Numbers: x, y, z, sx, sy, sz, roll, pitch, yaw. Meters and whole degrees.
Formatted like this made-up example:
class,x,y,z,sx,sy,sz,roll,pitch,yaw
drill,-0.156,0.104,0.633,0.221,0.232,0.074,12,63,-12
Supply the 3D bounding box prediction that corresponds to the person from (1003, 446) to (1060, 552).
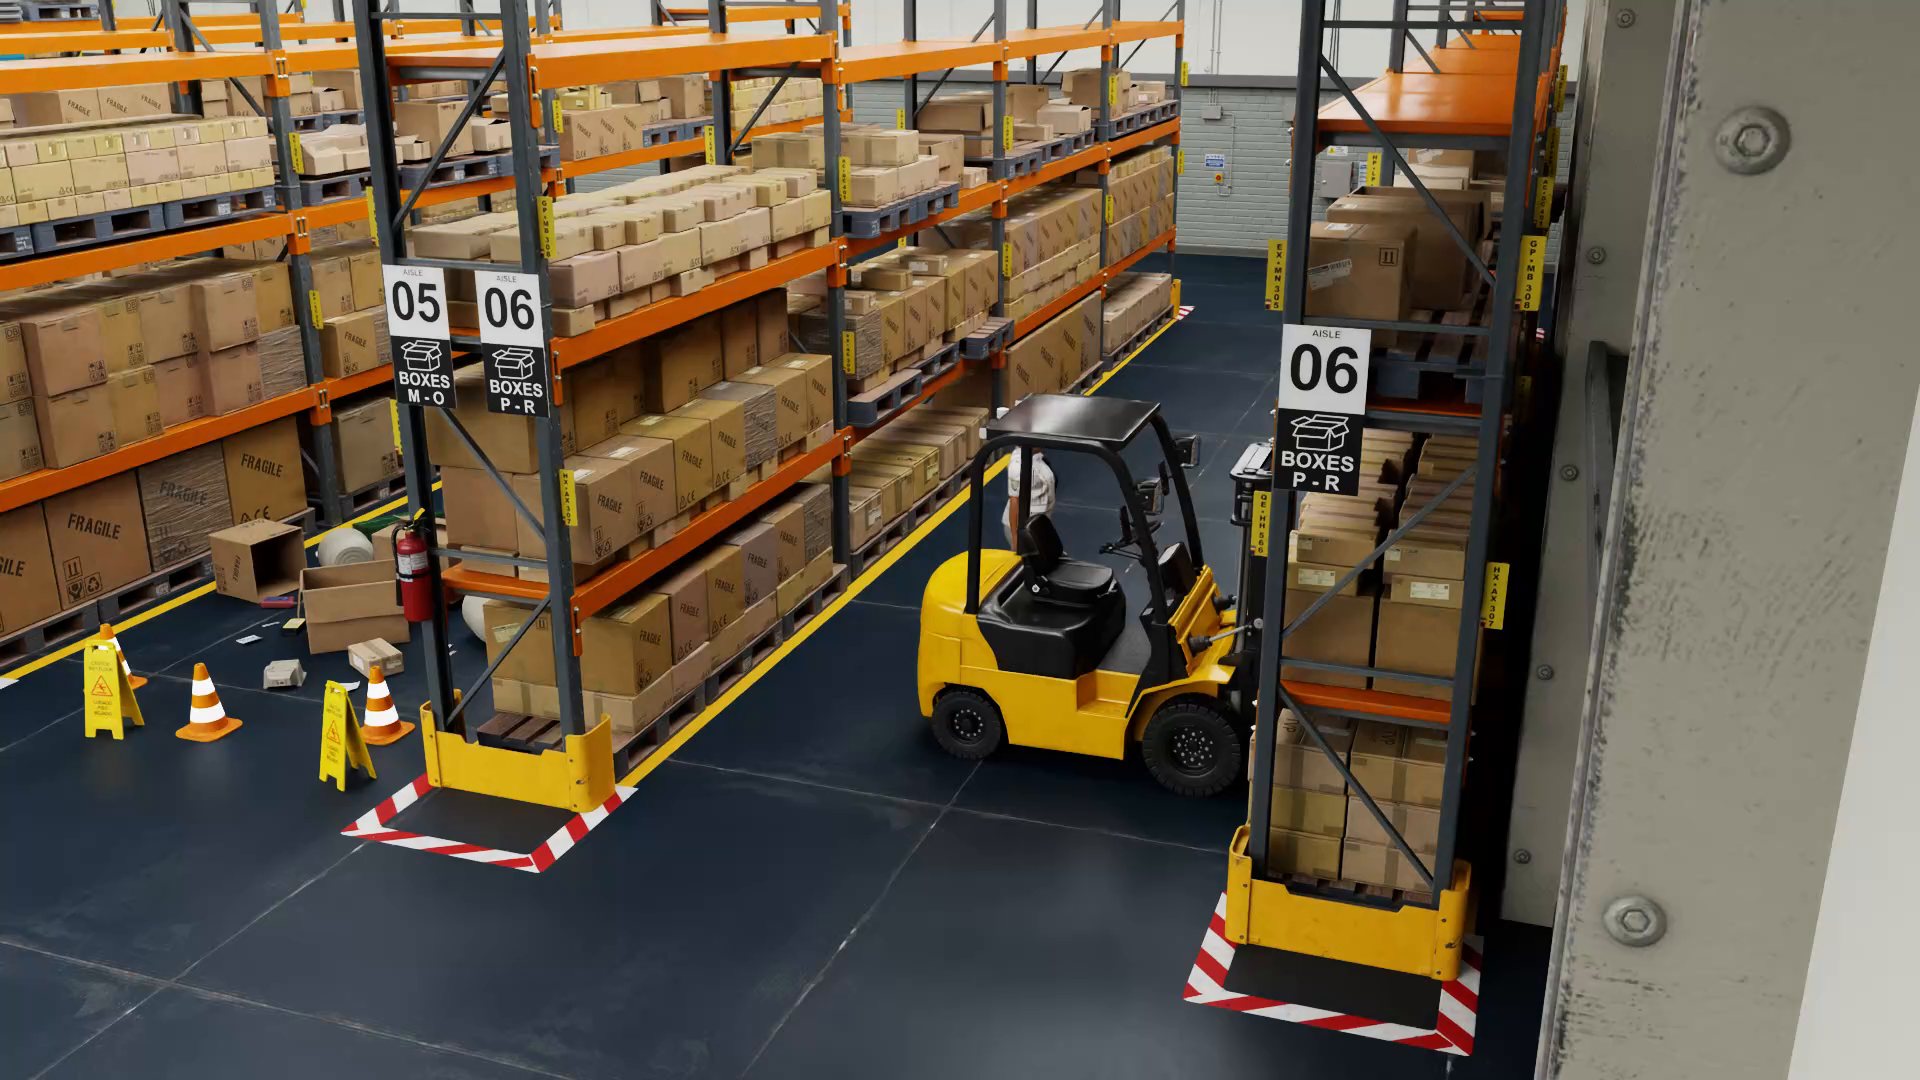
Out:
class,x,y,z,sx,sy,sz,roll,pitch,yaw
person,0.581,-0.083,12.329,0.516,1.692,0.532,3,19,9
